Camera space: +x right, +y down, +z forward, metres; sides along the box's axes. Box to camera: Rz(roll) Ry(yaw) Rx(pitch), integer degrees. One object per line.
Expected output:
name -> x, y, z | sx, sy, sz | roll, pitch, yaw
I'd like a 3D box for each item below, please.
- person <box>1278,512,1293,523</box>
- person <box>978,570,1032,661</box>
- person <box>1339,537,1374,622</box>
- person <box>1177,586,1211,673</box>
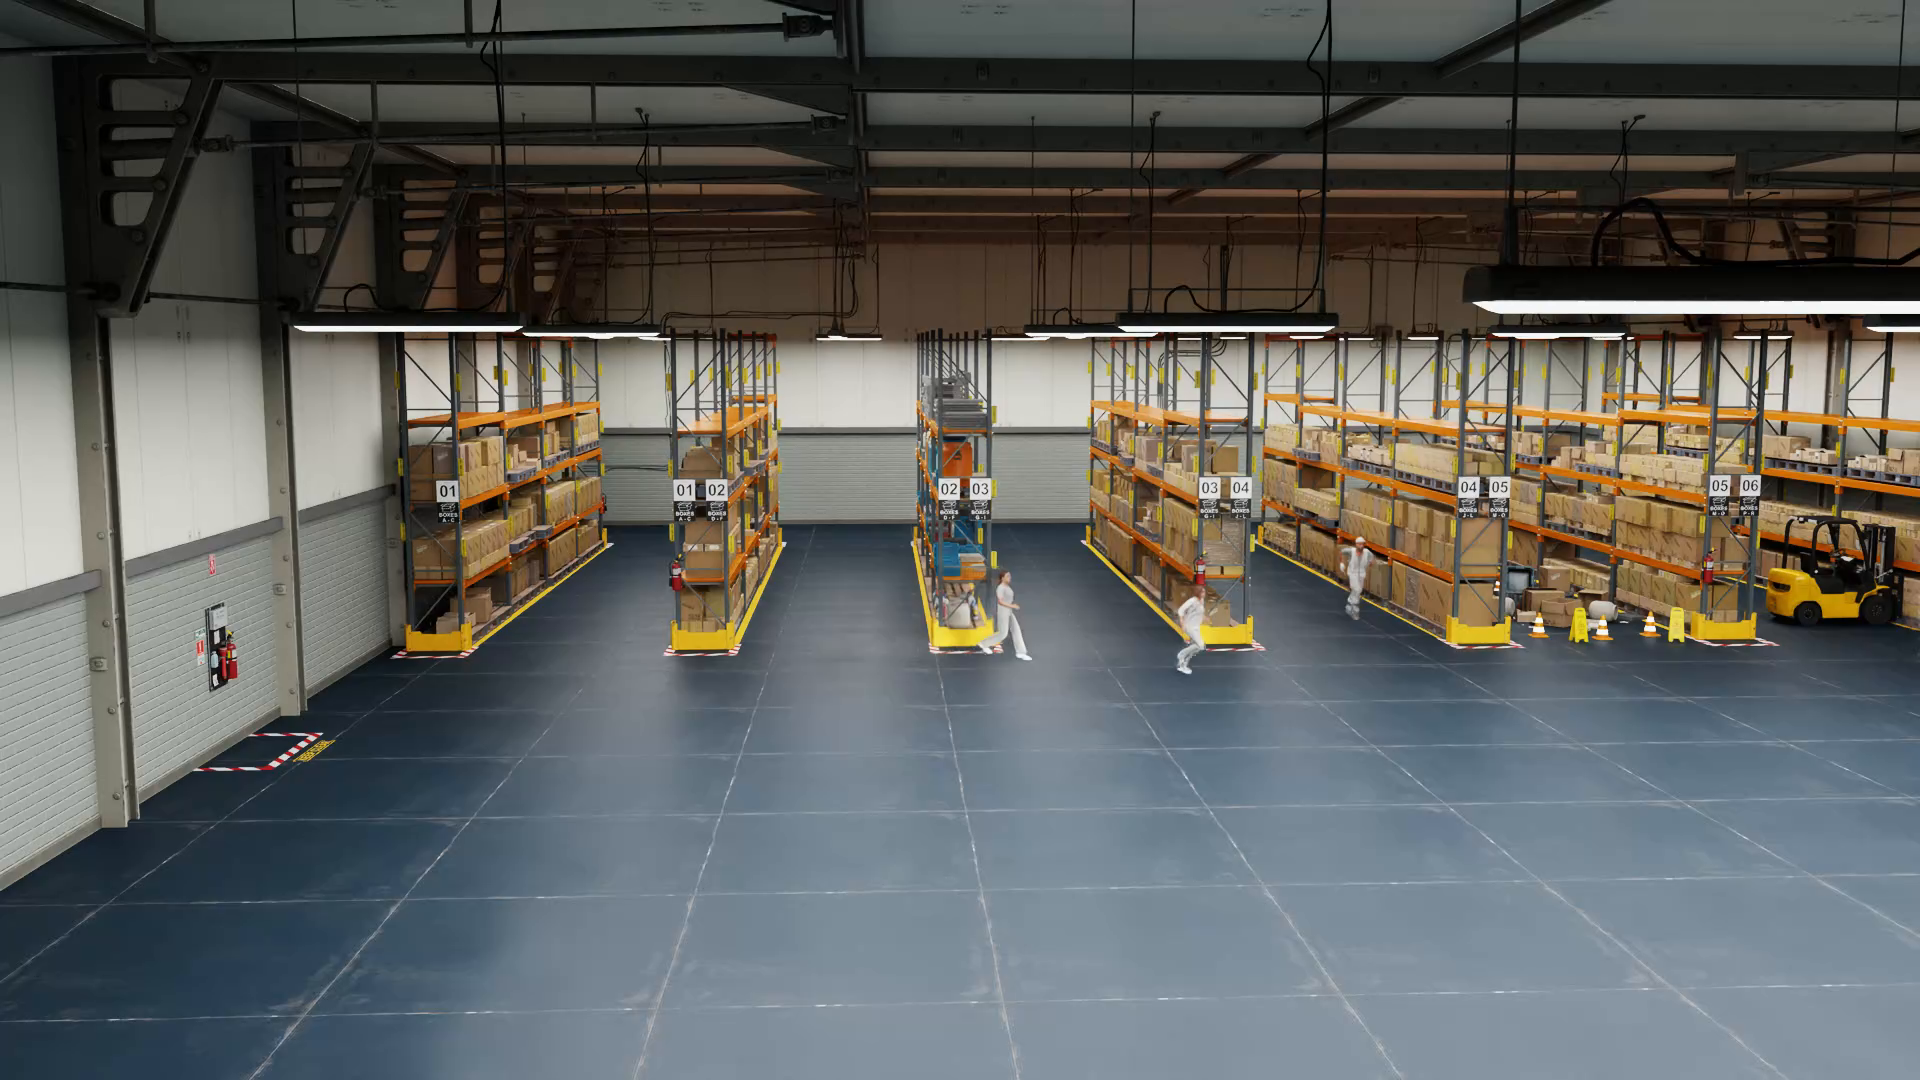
person -> 9.682, -0.859, 49.121 | 0.603, 1.625, 0.647 | 5, 8, 35
person -> 0.813, 1.361, 30.097 | 0.988, 1.665, 0.576 | 2, 7, 14
person -> 8.235, 0.784, 34.583 | 0.646, 1.763, 0.953 | -1, 7, -10
person -> 4.083, 1.550, 28.958 | 0.588, 1.540, 0.511 | 4, 8, 31
